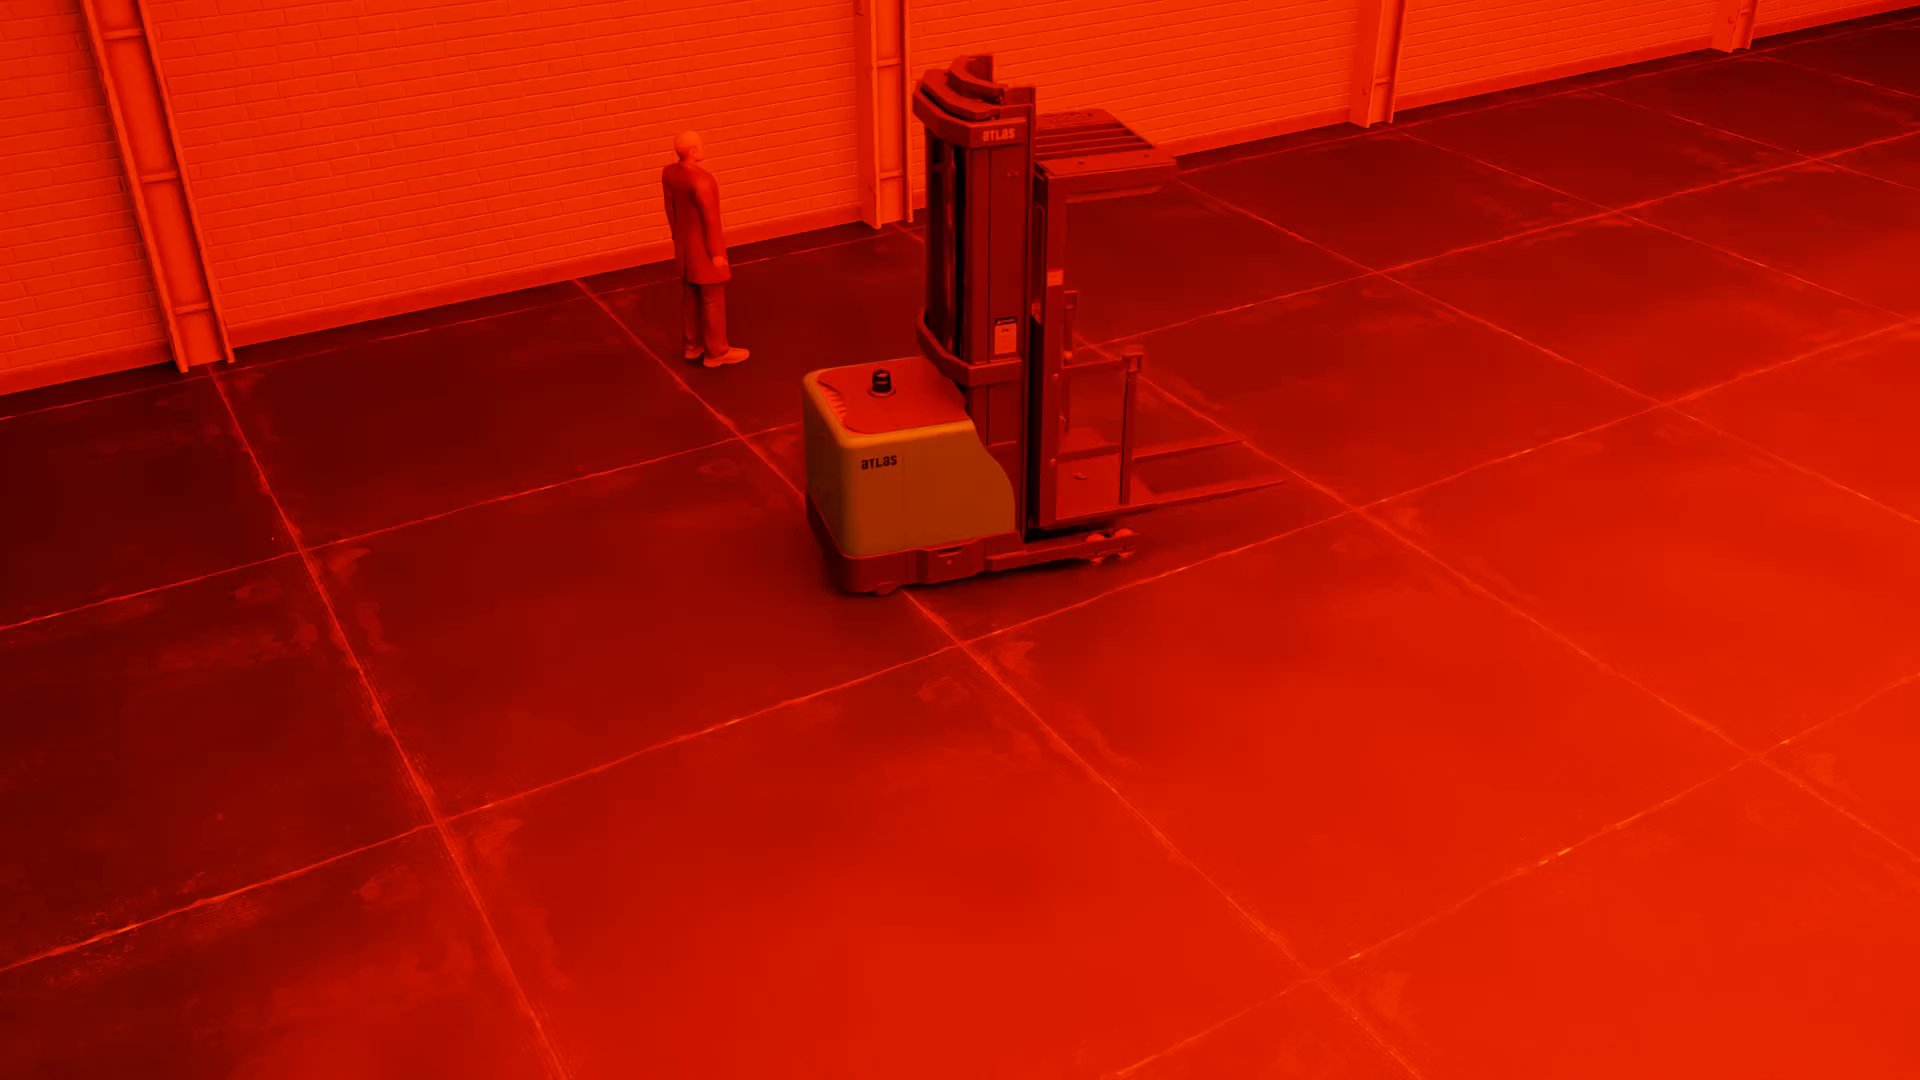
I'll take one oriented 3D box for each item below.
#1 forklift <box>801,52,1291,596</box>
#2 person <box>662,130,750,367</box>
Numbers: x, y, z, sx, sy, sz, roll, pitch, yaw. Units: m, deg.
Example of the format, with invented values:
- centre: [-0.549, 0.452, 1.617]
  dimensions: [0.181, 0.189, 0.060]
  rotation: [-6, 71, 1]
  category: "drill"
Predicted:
- centre: [0.594, -1.372, 9.938]
  dimensions: [3.031, 2.935, 1.130]
  rotation: [-10, 32, -16]
  category: "forklift"
- centre: [-1.920, -2.192, 12.425]
  dimensions: [0.383, 1.783, 0.551]
  rotation: [-27, 40, -37]
  category: "person"
